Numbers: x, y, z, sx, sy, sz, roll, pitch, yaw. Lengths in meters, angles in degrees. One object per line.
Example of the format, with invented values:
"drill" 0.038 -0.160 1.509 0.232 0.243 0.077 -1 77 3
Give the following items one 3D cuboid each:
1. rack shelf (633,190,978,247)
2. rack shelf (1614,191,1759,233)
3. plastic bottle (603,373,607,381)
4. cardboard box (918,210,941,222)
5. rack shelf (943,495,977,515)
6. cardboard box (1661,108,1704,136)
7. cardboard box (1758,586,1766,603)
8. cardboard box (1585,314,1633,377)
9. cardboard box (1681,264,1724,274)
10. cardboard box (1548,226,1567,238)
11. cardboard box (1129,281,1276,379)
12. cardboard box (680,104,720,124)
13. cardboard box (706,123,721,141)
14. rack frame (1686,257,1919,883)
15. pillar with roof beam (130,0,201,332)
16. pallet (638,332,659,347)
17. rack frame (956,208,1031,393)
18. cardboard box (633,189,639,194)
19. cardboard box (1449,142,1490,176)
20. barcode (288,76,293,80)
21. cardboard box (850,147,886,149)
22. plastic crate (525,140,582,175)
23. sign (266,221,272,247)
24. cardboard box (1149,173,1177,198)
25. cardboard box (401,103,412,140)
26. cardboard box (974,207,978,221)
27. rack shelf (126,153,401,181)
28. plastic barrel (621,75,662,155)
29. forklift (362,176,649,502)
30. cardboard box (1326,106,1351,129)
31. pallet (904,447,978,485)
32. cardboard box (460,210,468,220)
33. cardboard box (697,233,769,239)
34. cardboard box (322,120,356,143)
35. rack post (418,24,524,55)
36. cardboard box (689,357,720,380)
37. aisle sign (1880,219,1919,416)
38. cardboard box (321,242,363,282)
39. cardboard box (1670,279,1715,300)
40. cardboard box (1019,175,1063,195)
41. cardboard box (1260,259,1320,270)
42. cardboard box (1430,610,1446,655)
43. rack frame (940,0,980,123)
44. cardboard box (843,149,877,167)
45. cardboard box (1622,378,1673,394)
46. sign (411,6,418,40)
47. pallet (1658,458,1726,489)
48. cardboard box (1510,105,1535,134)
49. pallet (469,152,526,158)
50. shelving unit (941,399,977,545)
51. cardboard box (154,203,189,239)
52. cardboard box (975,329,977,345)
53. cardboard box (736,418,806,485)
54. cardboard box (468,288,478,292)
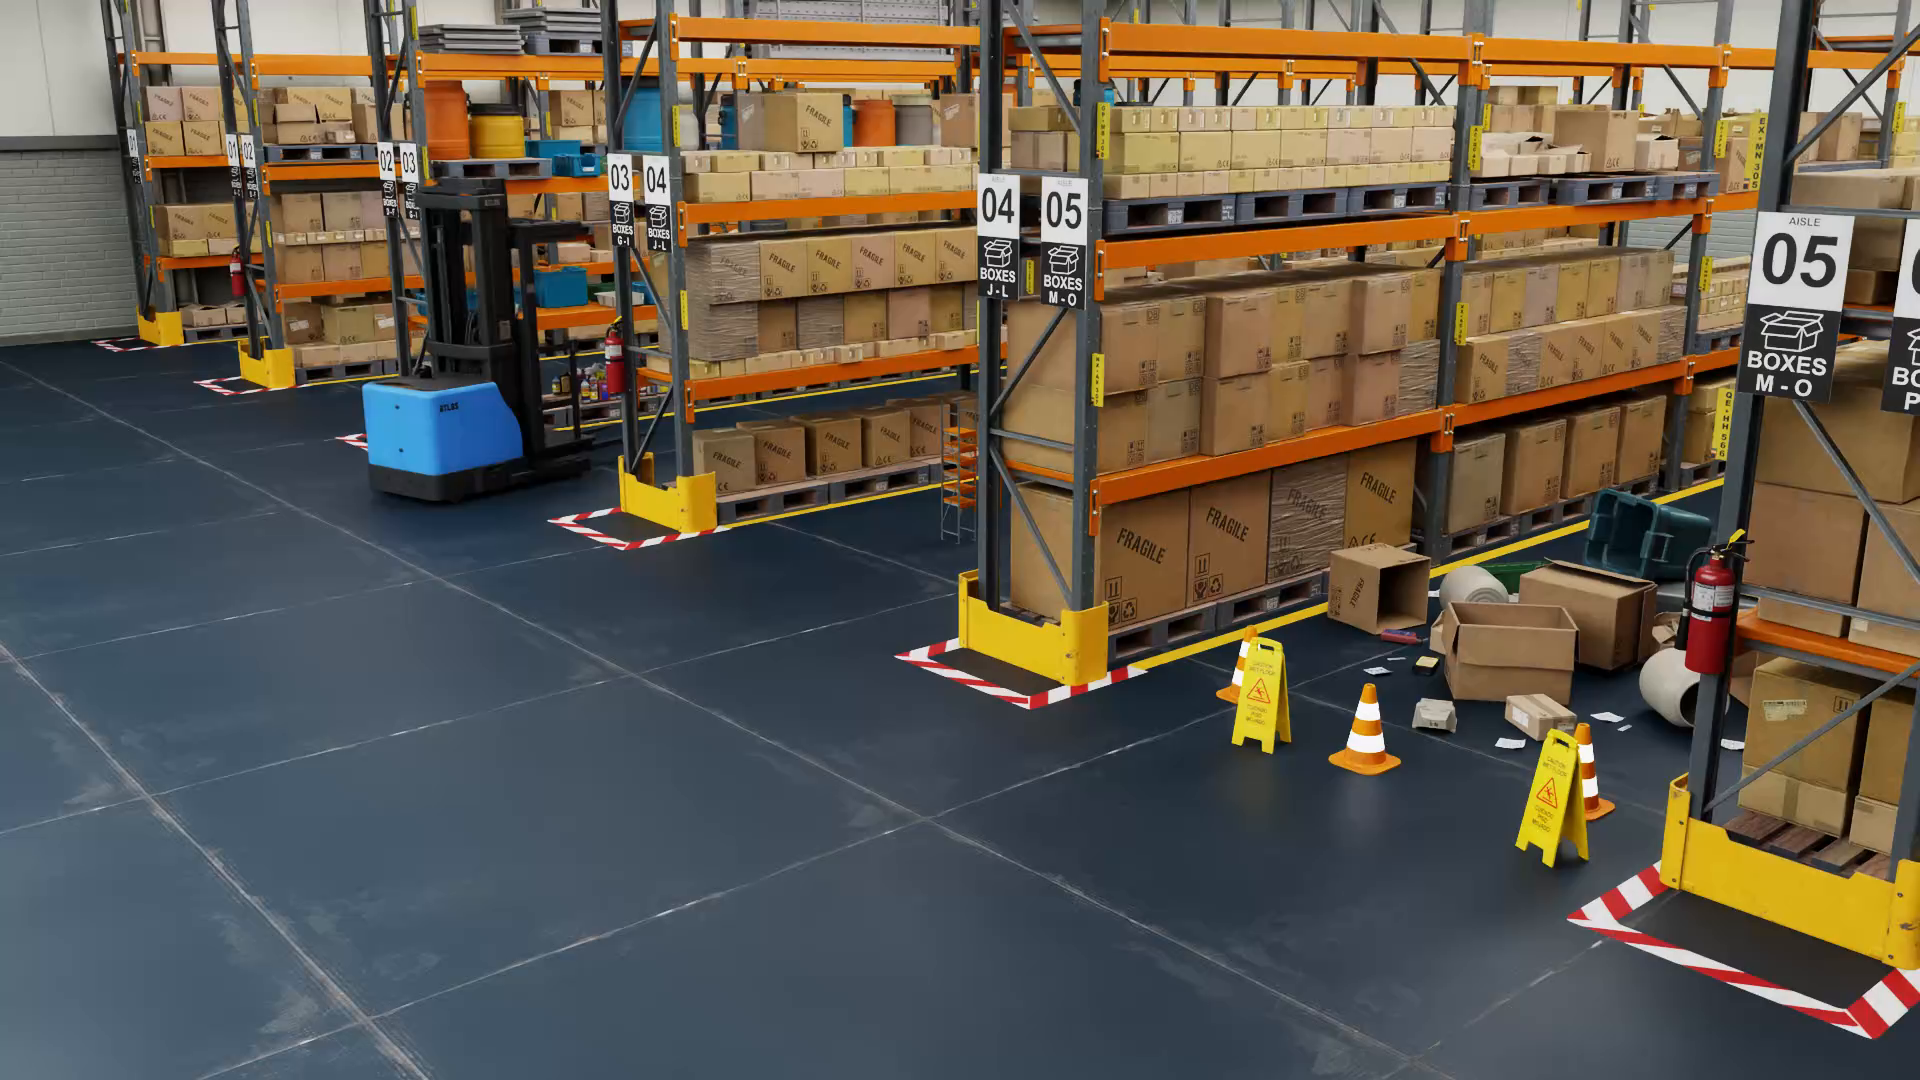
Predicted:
"rack shelf" -1.175 -3.069 15.508 4.000 0.370 1.077 -13 19 -39
"rack shelf" 8.039 -3.441 16.903 4.000 0.370 1.077 -13 19 -39
"plastic bottle" -4.290 -1.923 20.208 0.097 0.201 0.097 0 15 0
"cardboard box" -0.636 -5.805 29.162 0.700 0.500 0.500 8 17 28
"rack shelf" -0.011 -0.302 14.159 0.180 0.103 0.258 -13 19 -39
"cardboard box" 7.042 -4.077 16.212 0.258 0.266 0.396 -13 19 -39
"cardboard box" 4.081 0.253 7.978 0.250 0.149 0.380 -13 20 -40
"cardboard box" 5.613 -1.752 14.802 0.500 0.500 0.500 -13 20 -40
"cardboard box" 7.773 -2.805 17.458 0.250 0.149 0.380 -12 19 -38
"cardboard box" 8.470 -4.659 24.141 0.500 0.500 0.500 -13 20 -41
"cardboard box" 1.667 -1.475 11.576 0.550 0.550 0.875 -13 19 -39
"cardboard box" -4.919 -7.957 31.369 0.500 0.500 0.700 -13 20 -39
"cardboard box" -3.838 -6.312 25.734 0.500 0.250 0.500 -12 19 -38
"rack frame" 3.821 0.301 7.311 0.127 3.000 1.000 -13 19 -39
"pillar with roof beam" -9.652 -6.869 22.527 0.400 9.000 9.100 -13 19 -39
"pallet" -4.716 -3.228 25.927 1.213 0.211 1.003 -13 19 -39
"rack frame" 0.334 -2.306 17.071 0.127 3.000 1.000 -13 19 -39
"cardboard box" -5.870 -6.472 30.406 0.500 0.250 0.500 -12 19 -38
"cardboard box" 3.941 -3.102 13.522 0.500 0.250 0.500 -12 19 -39
"barcode" -10.752 -7.414 26.701 0.075 0.075 0.001 -13 19 -39
"cardboard box" -0.904 -3.702 16.003 0.250 0.149 0.380 -13 20 -40
"plastic crate" -4.694 -4.416 19.188 0.575 0.384 0.392 -13 19 -39
"sign" -8.824 -3.905 21.226 0.005 0.325 0.100 -13 19 -39
"cardboard box" 1.157 -2.264 10.579 0.250 0.149 0.380 -12 19 -39
"cardboard box" -7.492 -5.750 22.868 0.637 0.503 0.797 -10 18 -33
"cardboard box" 0.432 -5.672 29.479 0.500 0.500 0.500 -12 19 -38
"rack shelf" -10.930 -5.962 26.339 4.000 0.370 1.077 -13 19 -39
"plastic barrel" -3.739 -5.017 19.622 0.708 0.901 0.600 -13 19 -39
"forklift" -4.381 -2.093 16.406 1.130 2.935 3.031 10 18 33
"cardboard box" 2.494 -2.950 11.603 0.250 0.149 0.380 -13 20 -40
"pallet" -0.150 -0.838 16.979 1.213 0.211 1.003 -13 19 -39
"cardboard box" -7.256 -4.663 23.188 0.500 0.500 0.700 -13 20 -39
"cardboard box" -2.058 -2.531 15.204 0.500 0.500 0.500 -13 19 -39
"cardboard box" -10.030 -6.489 26.687 0.500 0.500 0.500 14 20 42
"rack post" -5.282 -5.353 17.821 0.954 0.300 0.937 -10 18 -33
"cardboard box" -2.312 -1.509 14.574 0.250 0.149 0.380 -13 19 -39
"aisle sign" 3.978 -0.884 6.711 0.004 0.787 0.394 -13 19 -39
"cardboard box" -8.430 -3.772 22.367 0.500 0.500 0.700 -12 19 -38
"cardboard box" 7.010 -2.411 15.985 0.250 0.149 0.380 -13 19 -39
"cardboard box" 0.524 -2.347 10.891 0.250 0.149 0.380 -13 20 -39
"cardboard box" 3.896 -3.061 19.705 0.500 0.500 0.500 -12 19 -38
"cardboard box" 3.426 0.647 11.312 0.258 0.266 0.396 -9 17 -30
"rack frame" 0.100 -6.846 22.443 0.127 3.000 1.000 -13 19 -39
"cardboard box" -0.974 -3.511 15.289 0.250 0.149 0.380 -14 20 -41
"cardboard box" 6.875 -1.525 16.725 0.500 0.250 0.500 -13 20 -41
"sign" -5.577 -5.282 16.993 0.005 0.325 0.100 -13 19 -39
"pallet" 7.121 -0.786 16.783 1.213 0.211 1.003 -13 19 -39
"cardboard box" 7.328 -5.645 22.555 0.500 0.500 0.700 -11 19 -37
"pallet" -6.793 -5.492 23.358 1.213 0.211 1.003 -13 19 -39
"shelving unit" -0.011 -0.577 14.086 0.189 1.200 0.258 -13 19 -39
"cardboard box" -12.223 -4.942 25.738 0.500 0.500 0.500 -13 20 -40
"cardboard box" 0.169 -2.051 16.601 0.250 0.149 0.380 -13 19 -39
"cardboard box" -1.773 -0.834 15.590 0.500 0.500 0.500 -7 17 -25
"cardboard box" -7.094 -3.368 24.108 0.500 0.500 0.500 -13 19 -39
